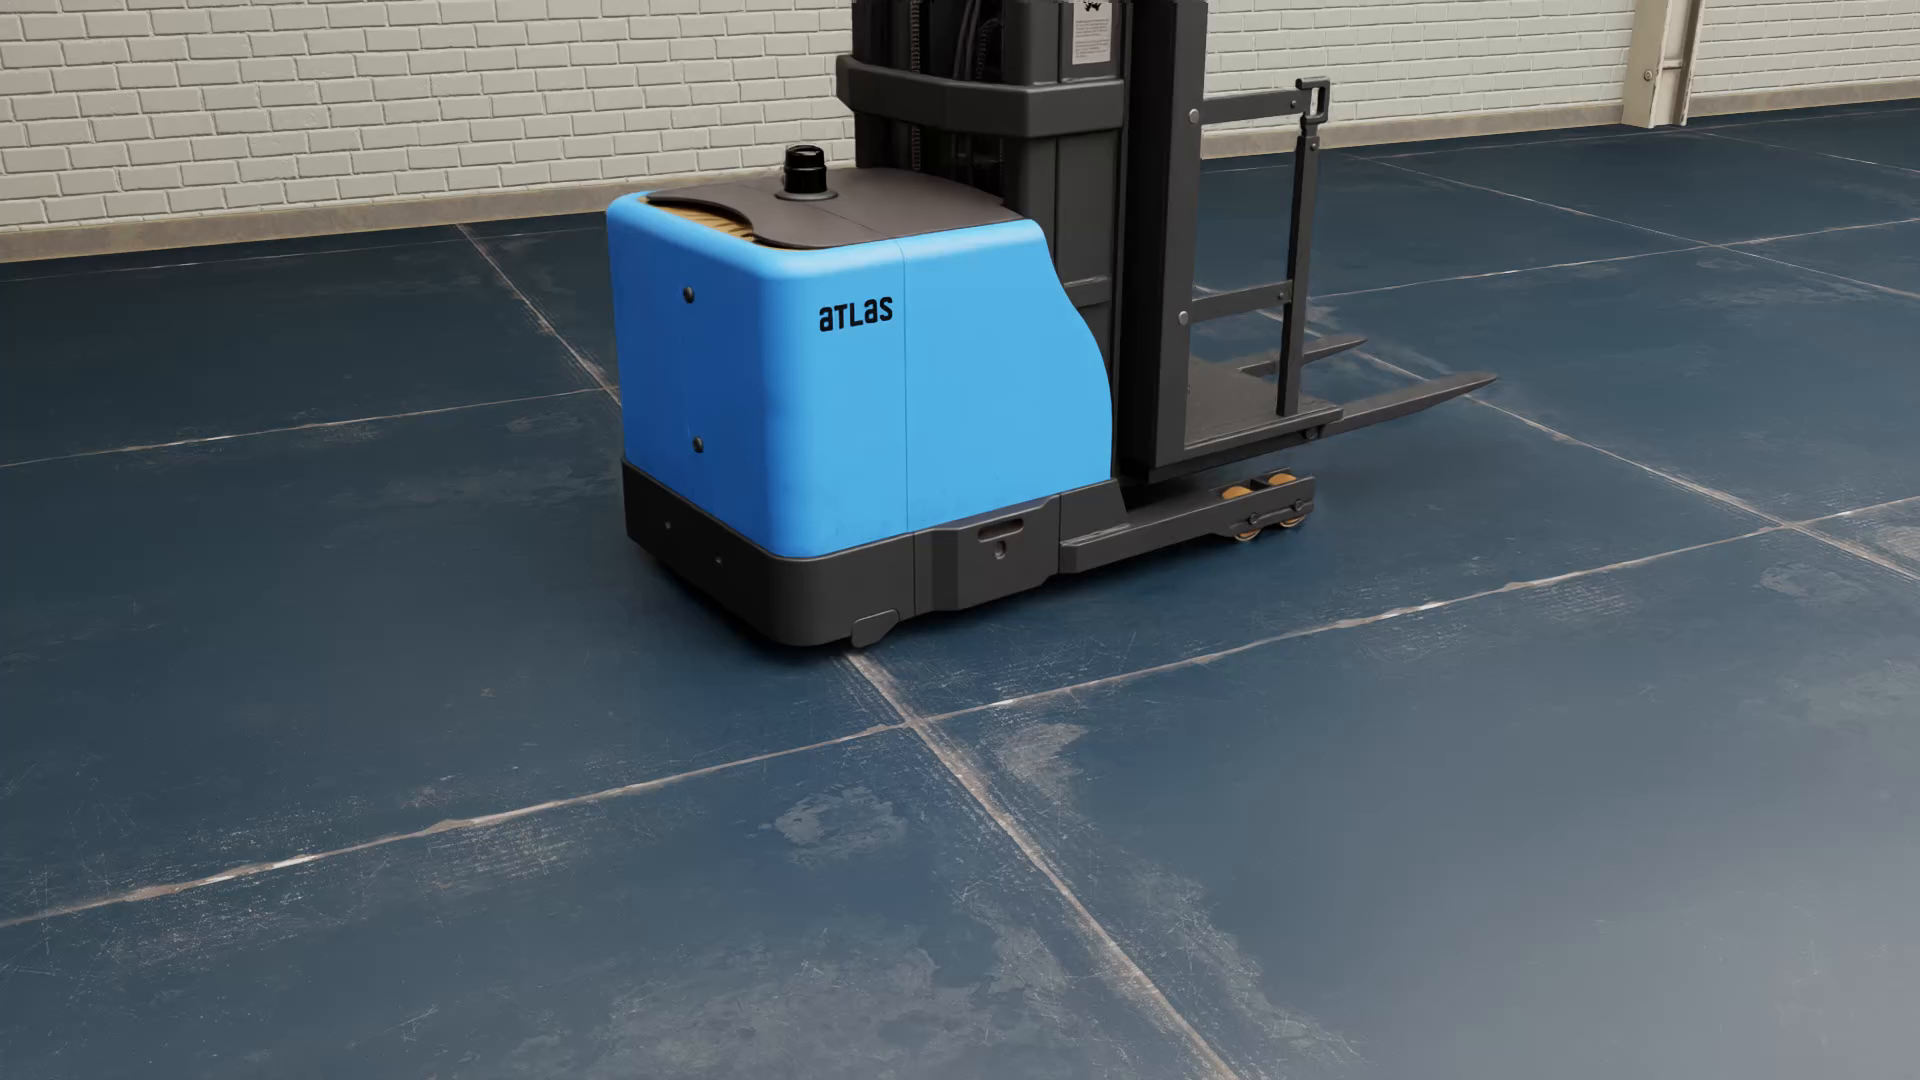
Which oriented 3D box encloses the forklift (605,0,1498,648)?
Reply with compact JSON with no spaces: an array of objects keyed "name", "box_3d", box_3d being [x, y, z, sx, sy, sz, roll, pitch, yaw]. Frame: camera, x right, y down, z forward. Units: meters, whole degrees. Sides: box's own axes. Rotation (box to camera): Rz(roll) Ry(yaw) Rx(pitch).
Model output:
[{"name":"forklift","box_3d":[0.497,-1.499,4.894,3.031,2.935,1.130,-15,27,-32]}]
